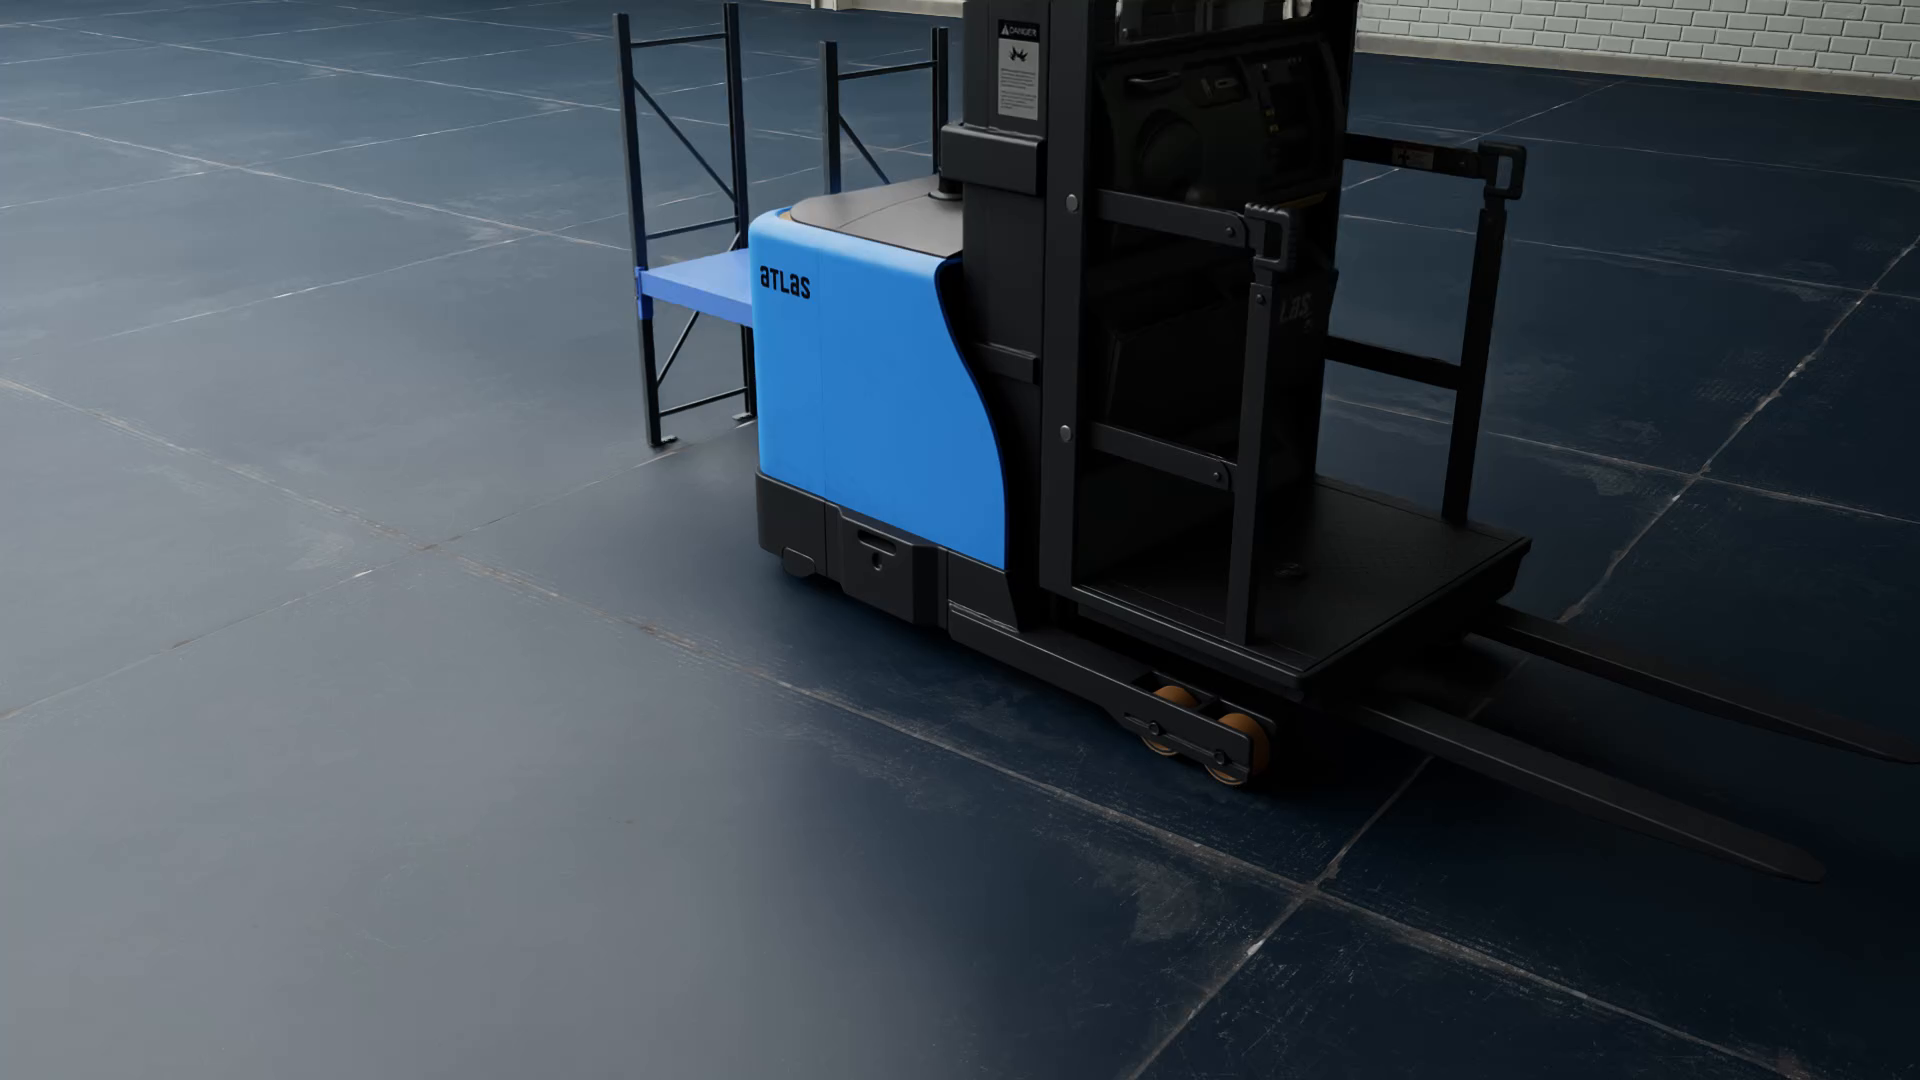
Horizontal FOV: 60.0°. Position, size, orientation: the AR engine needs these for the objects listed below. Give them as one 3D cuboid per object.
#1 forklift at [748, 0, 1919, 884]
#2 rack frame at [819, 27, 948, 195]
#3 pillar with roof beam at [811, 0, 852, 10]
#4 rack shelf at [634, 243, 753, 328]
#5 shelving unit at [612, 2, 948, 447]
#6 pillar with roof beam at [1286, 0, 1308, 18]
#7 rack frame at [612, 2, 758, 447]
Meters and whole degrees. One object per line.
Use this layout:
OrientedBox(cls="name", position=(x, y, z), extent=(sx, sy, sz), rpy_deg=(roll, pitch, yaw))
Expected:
OrientedBox(cls="forklift", position=(0.796, -0.999, 3.881), extent=(3.031, 2.935, 1.130), rpy_deg=(21, 32, 40))
OrientedBox(cls="rack frame", position=(-0.221, -0.816, 5.241), extent=(0.032, 1.500, 0.500), rpy_deg=(21, 32, 40))
OrientedBox(cls="pillar with roof beam", position=(-4.051, -8.858, 14.194), extent=(0.400, 9.000, 9.100), rpy_deg=(17, 29, 33))
OrientedBox(cls="rack shelf", position=(-0.587, -0.793, 5.637), extent=(1.000, 0.185, 0.538), rpy_deg=(21, 32, 40))
OrientedBox(cls="shelving unit", position=(-0.587, -0.958, 5.564), extent=(1.048, 1.500, 0.538), rpy_deg=(21, 32, 40))
OrientedBox(cls="pillar with roof beam", position=(0.750, -7.407, 10.901), extent=(0.400, 9.000, 9.100), rpy_deg=(17, 29, 33))
OrientedBox(cls="rack frame", position=(-0.952, -1.101, 5.888), extent=(0.032, 1.500, 0.500), rpy_deg=(21, 32, 40))
